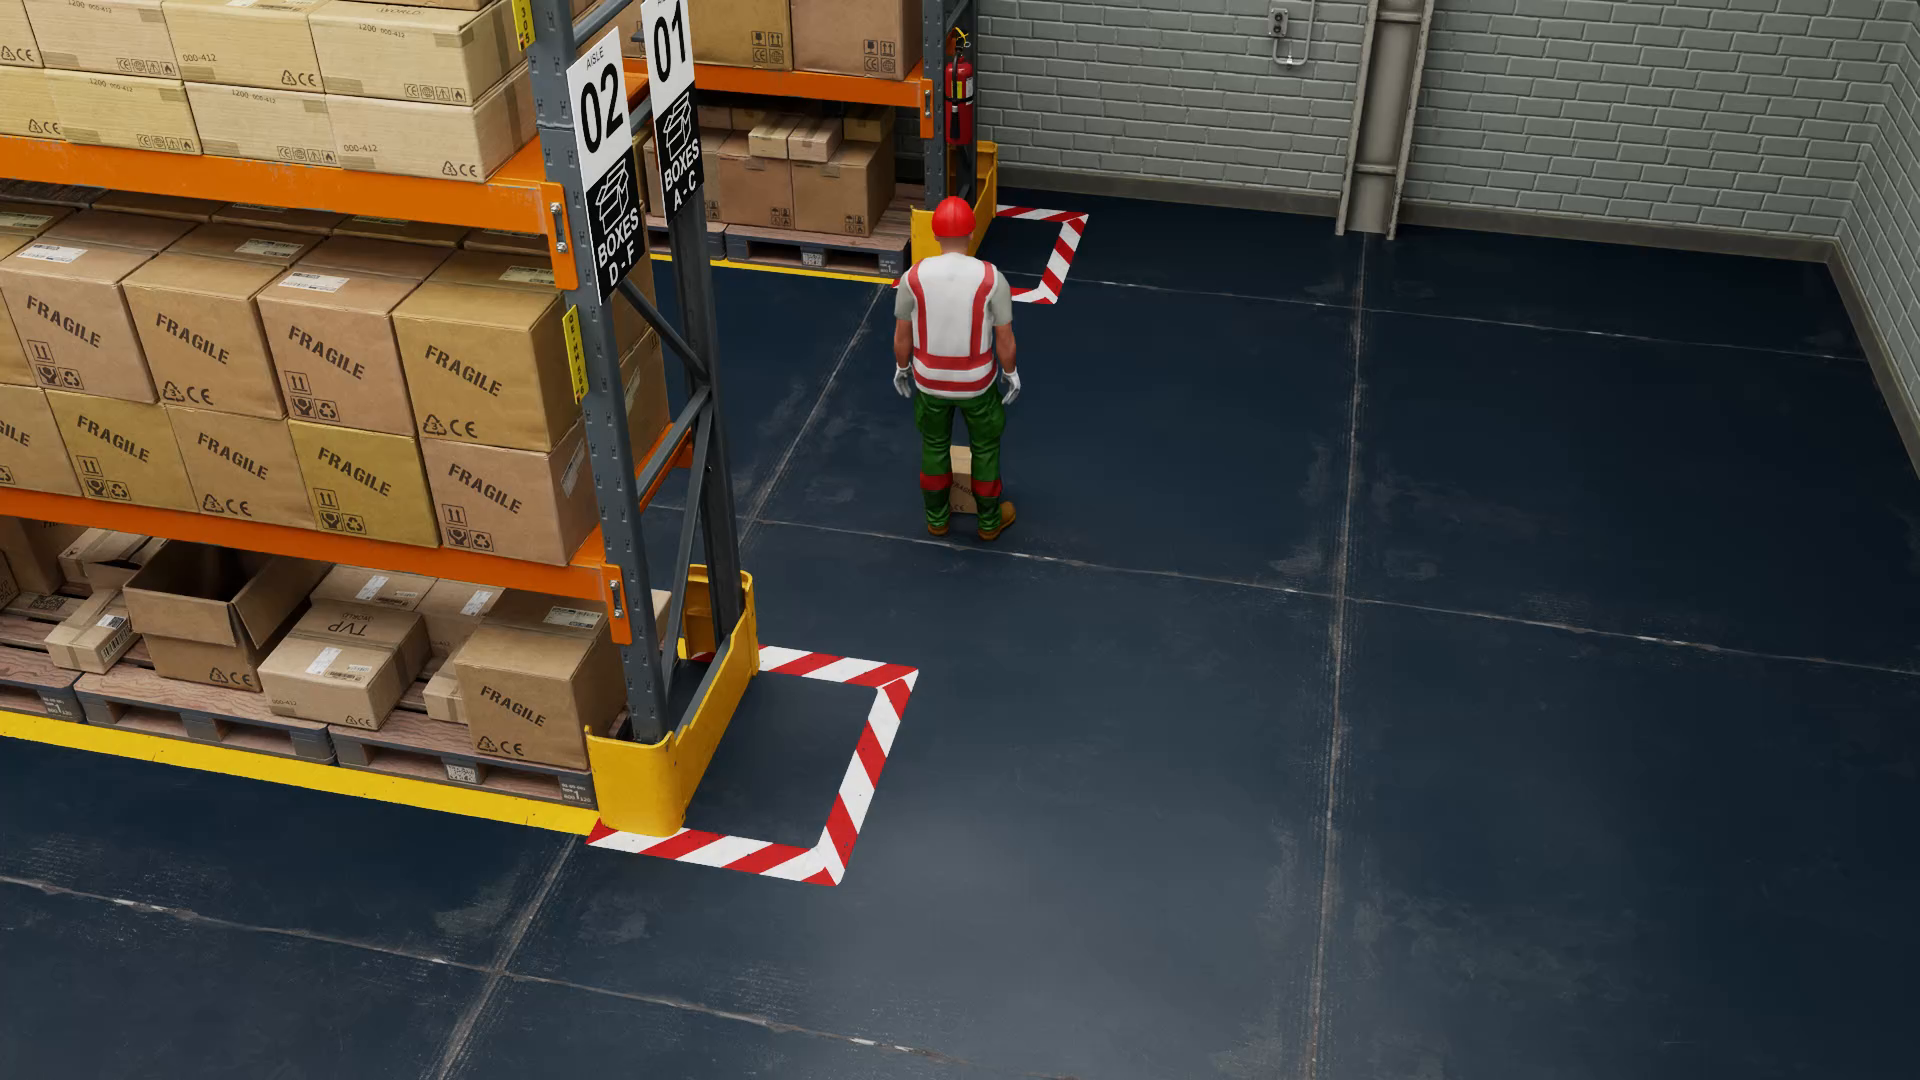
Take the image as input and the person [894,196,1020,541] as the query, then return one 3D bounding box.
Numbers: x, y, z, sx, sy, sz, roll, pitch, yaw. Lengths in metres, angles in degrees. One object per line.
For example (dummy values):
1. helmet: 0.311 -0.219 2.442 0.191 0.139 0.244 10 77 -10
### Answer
1. person: -0.016 -0.800 8.043 0.619 1.779 0.448 5 37 7
